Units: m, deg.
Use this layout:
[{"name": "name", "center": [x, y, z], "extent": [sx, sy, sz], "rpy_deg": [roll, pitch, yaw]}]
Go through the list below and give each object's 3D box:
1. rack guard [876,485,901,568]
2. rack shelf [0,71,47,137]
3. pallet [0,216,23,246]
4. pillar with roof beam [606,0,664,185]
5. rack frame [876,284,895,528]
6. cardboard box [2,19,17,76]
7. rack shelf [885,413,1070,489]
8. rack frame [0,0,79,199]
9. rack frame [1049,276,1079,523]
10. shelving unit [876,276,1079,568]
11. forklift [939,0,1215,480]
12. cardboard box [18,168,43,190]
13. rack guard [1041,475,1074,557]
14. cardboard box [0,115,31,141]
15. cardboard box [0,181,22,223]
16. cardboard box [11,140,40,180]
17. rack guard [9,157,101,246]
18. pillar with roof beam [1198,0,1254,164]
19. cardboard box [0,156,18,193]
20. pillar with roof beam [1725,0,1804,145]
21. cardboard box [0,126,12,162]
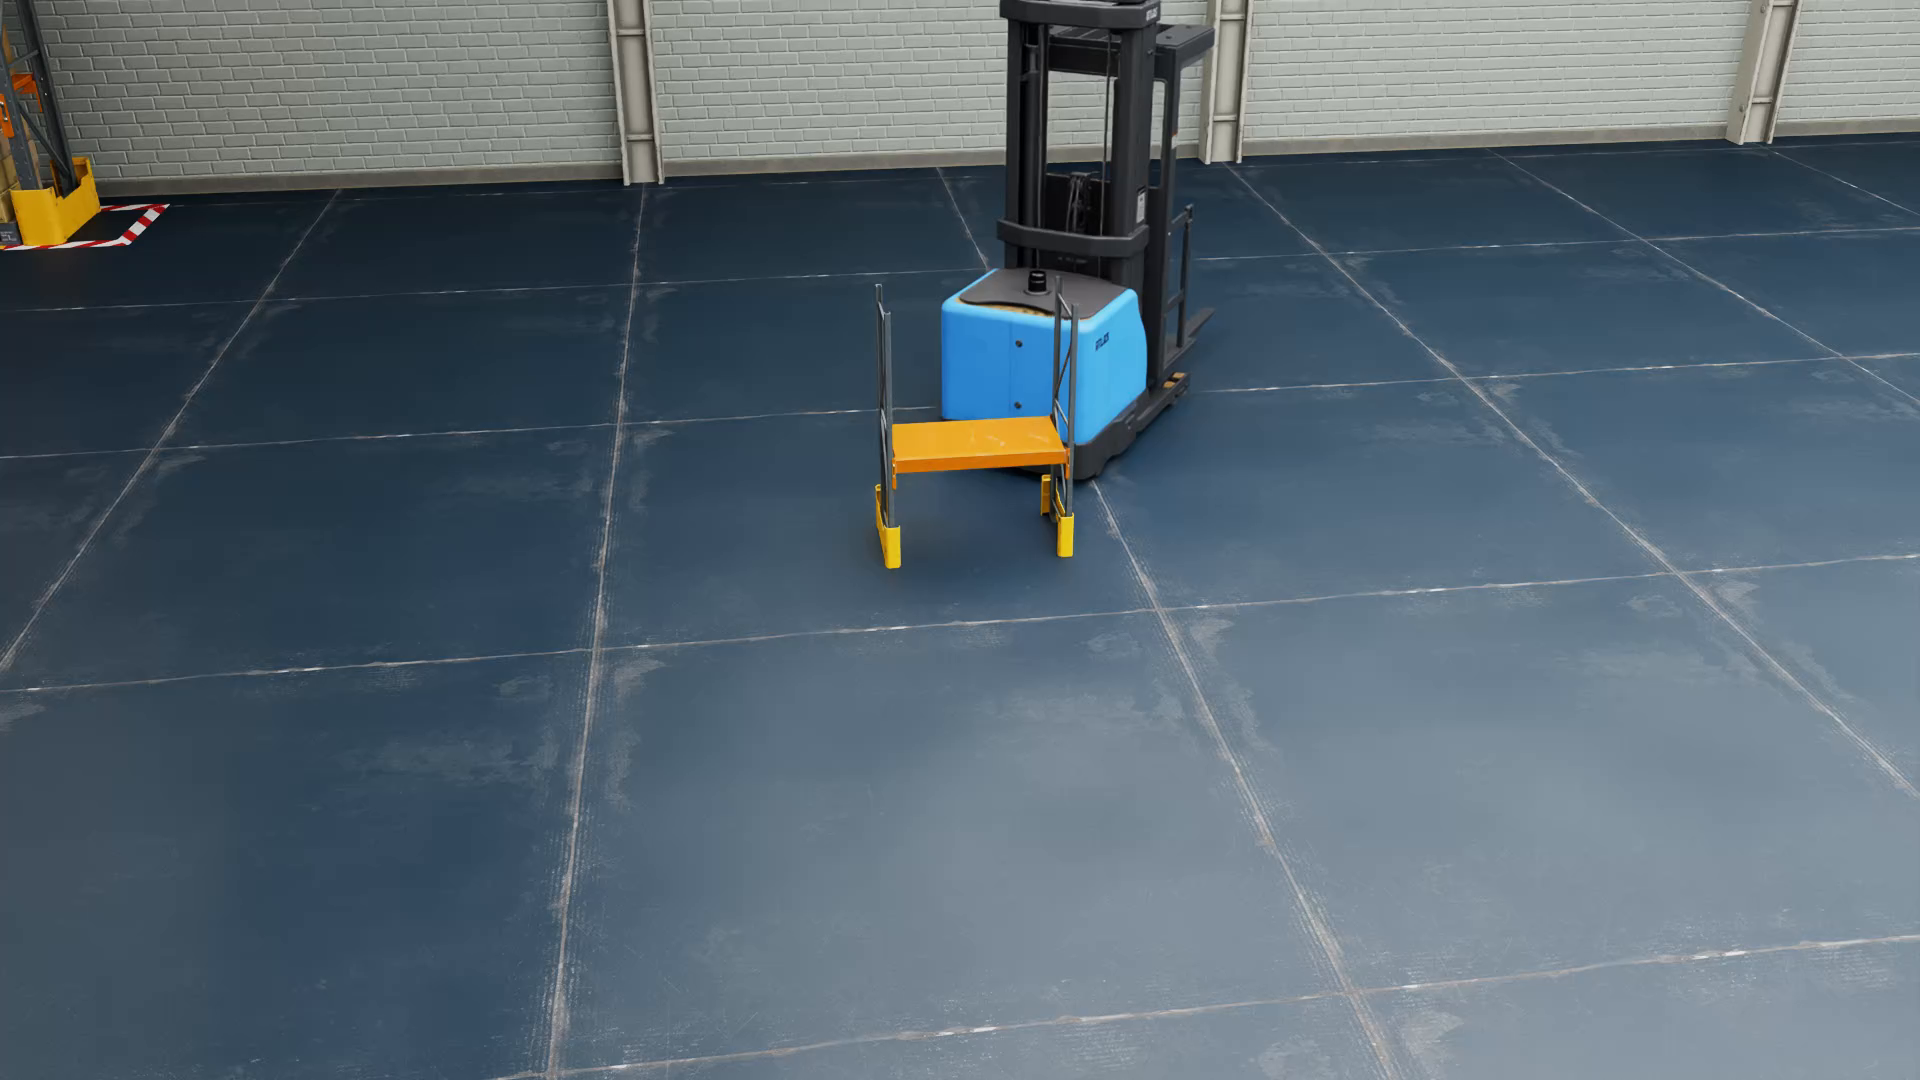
[{"name": "rack guard", "center": [-0.418, -0.084, 9.641], "extent": [0.087, 0.250, 0.587], "rpy_deg": [-4, 27, -7]}, {"name": "rack shelf", "center": [-10.305, -3.784, 14.628], "extent": [4.000, 0.370, 1.077], "rpy_deg": [-4, 27, -7]}, {"name": "pallet", "center": [-9.076, -2.923, 15.216], "extent": [1.213, 0.211, 1.003], "rpy_deg": [-4, 27, -7]}, {"name": "pillar with roof beam", "center": [-2.599, -5.699, 11.000], "extent": [0.400, 9.000, 9.100], "rpy_deg": [-4, 27, -7]}, {"name": "rack frame", "center": [-0.419, -0.640, 9.355], "extent": [0.032, 1.500, 0.500], "rpy_deg": [-4, 27, -7]}, {"name": "cardboard box", "center": [-8.854, -4.370, 14.872], "extent": [0.500, 0.500, 0.500], "rpy_deg": [-3, 27, -5]}, {"name": "rack shelf", "center": [0.084, -0.513, 9.500], "extent": [1.000, 0.185, 0.538], "rpy_deg": [-4, 27, -7]}, {"name": "rack frame", "center": [-8.325, -4.232, 14.711], "extent": [0.127, 3.000, 1.000], "rpy_deg": [-4, 27, -7]}, {"name": "rack frame", "center": [0.588, -0.705, 9.481], "extent": [0.032, 1.500, 0.500], "rpy_deg": [-4, 27, -7]}, {"name": "shelving unit", "center": [0.075, -0.672, 9.417], "extent": [1.083, 1.500, 0.587], "rpy_deg": [-4, 27, -7]}, {"name": "forklift", "center": [0.974, -2.321, 11.063], "extent": [1.130, 2.935, 3.031], "rpy_deg": [13, 30, 23]}, {"name": "cardboard box", "center": [-8.838, -3.252, 15.354], "extent": [0.500, 0.250, 0.500], "rpy_deg": [-4, 27, -7]}, {"name": "rack guard", "center": [0.569, -0.148, 9.764], "extent": [0.087, 0.250, 0.587], "rpy_deg": [-4, 27, -7]}, {"name": "cardboard box", "center": [-8.827, -3.695, 15.122], "extent": [0.500, 0.250, 0.500], "rpy_deg": [-4, 27, -8]}, {"name": "cardboard box", "center": [-8.746, -3.022, 14.906], "extent": [0.500, 0.250, 0.500], "rpy_deg": [-3, 27, -7]}, {"name": "cardboard box", "center": [-8.819, -3.481, 15.254], "extent": [0.500, 0.250, 0.500], "rpy_deg": [-3, 27, -6]}, {"name": "rack guard", "center": [-8.301, -3.121, 15.285], "extent": [0.348, 0.500, 1.175], "rpy_deg": [-4, 27, -7]}, {"name": "pillar with roof beam", "center": [3.343, -6.081, 11.744], "extent": [0.400, 9.000, 9.100], "rpy_deg": [-4, 27, -7]}, {"name": "cardboard box", "center": [-8.763, -3.245, 14.793], "extent": [0.500, 0.250, 0.500], "rpy_deg": [-4, 27, -8]}, {"name": "pillar with roof beam", "center": [9.284, -6.463, 12.488], "extent": [0.400, 9.000, 9.100], "rpy_deg": [-4, 27, -7]}, {"name": "cardboard box", "center": [-8.737, -3.470, 14.683], "extent": [0.500, 0.250, 0.500], "rpy_deg": [-3, 27, -5]}]
